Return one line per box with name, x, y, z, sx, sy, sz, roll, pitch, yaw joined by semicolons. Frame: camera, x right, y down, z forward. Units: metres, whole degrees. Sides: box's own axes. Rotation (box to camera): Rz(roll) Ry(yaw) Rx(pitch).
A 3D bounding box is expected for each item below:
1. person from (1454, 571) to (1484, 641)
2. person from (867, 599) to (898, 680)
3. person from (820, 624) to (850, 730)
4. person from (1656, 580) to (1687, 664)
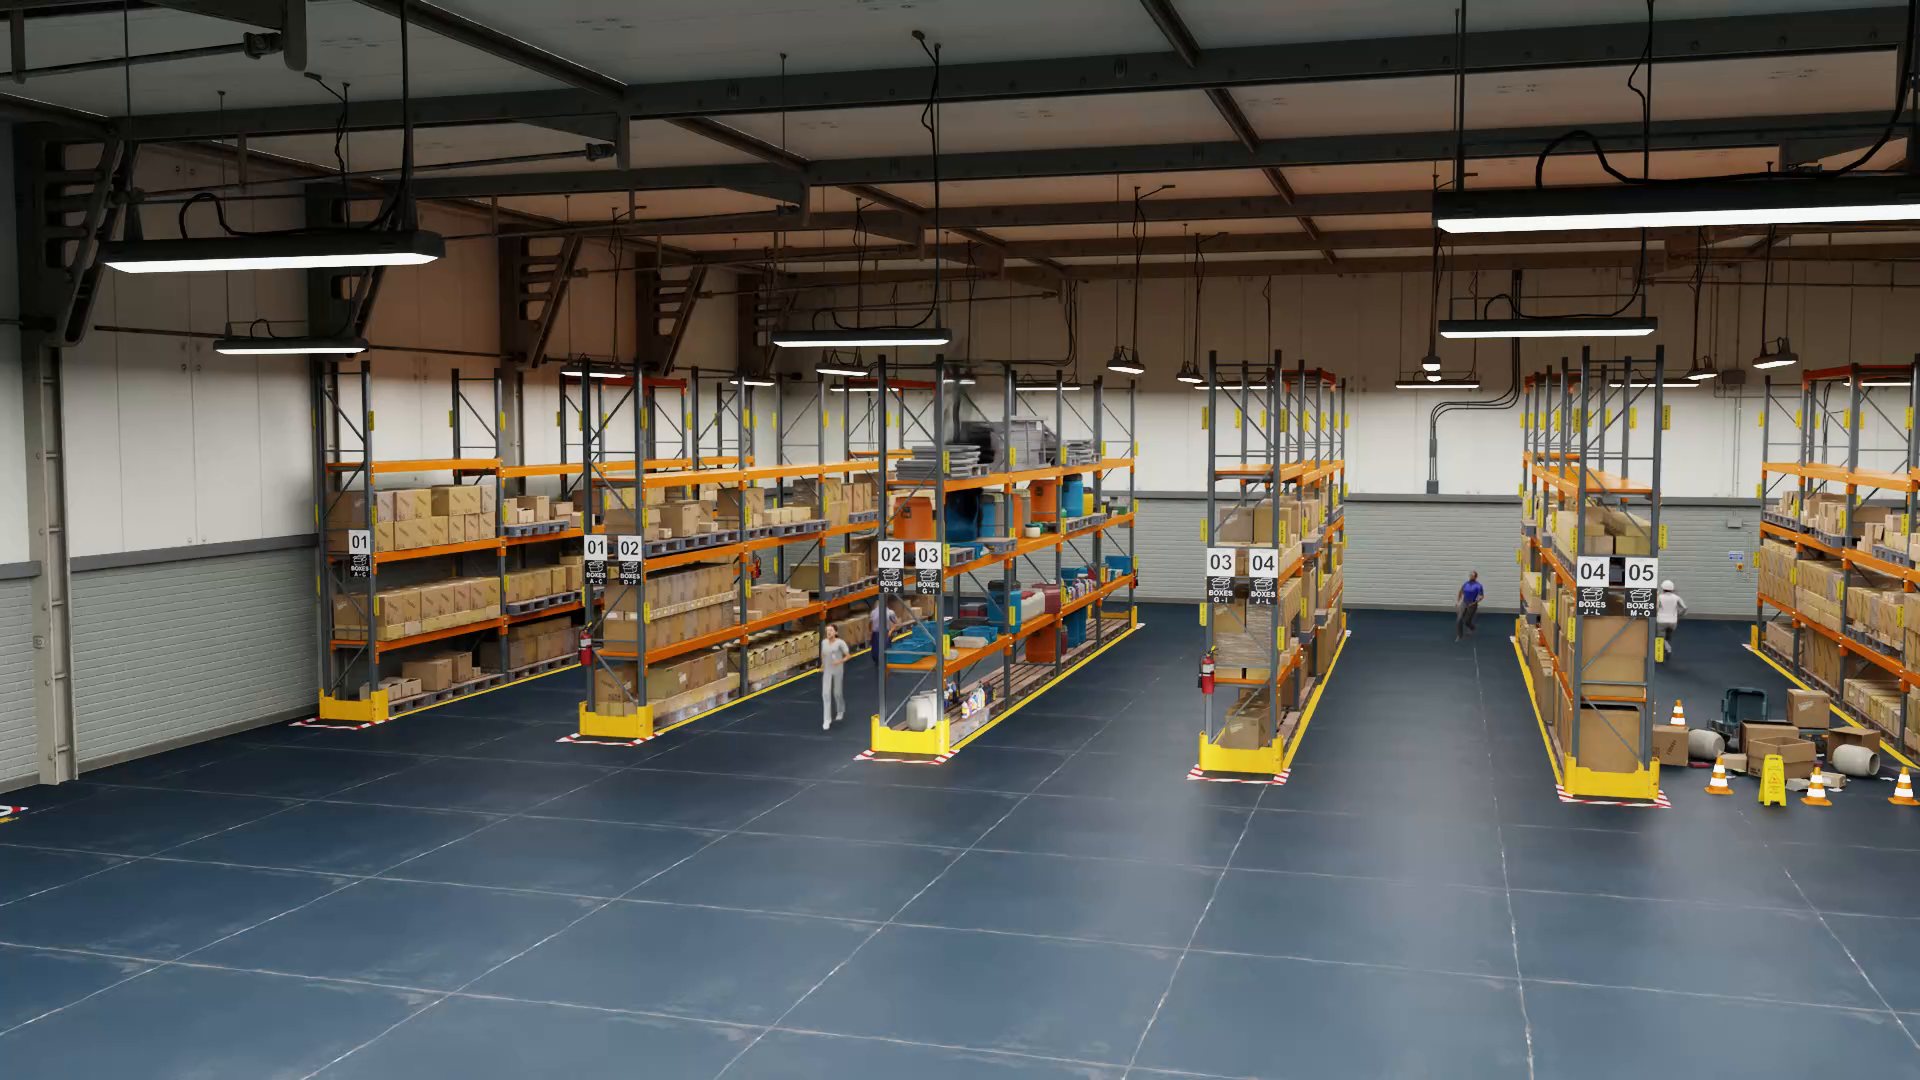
person;11.644;1.517;37.924;0.617;1.606;0.657;4;6;43
person;-1.508;1.909;32.384;0.614;1.599;0.575;1;4;7
person;-2.045;2.213;27.326;0.559;1.712;0.821;1;4;14
person;14.461;1.707;34.010;0.662;1.771;0.868;0;4;3
